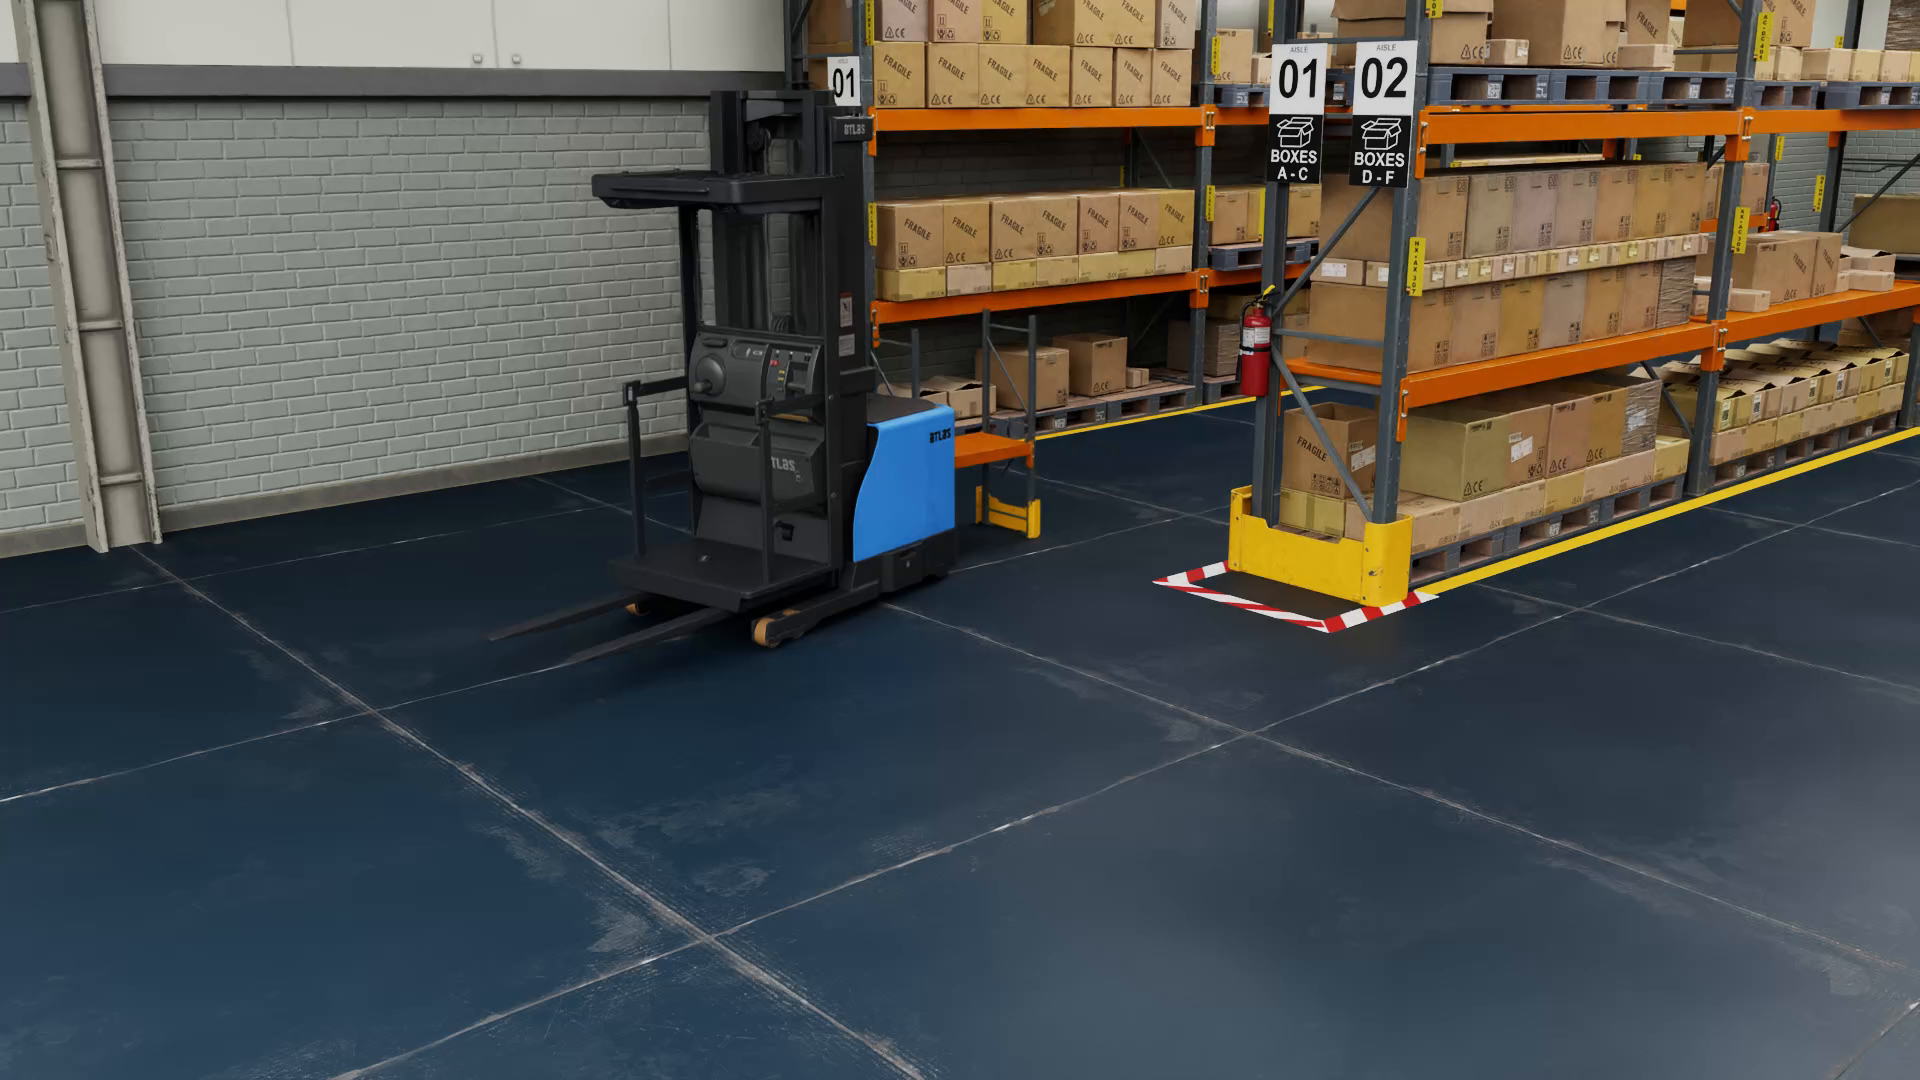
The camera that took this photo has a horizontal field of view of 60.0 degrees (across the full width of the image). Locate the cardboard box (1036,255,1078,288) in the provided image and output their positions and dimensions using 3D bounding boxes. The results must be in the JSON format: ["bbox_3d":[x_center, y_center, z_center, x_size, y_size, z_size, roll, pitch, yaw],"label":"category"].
[{"bbox_3d":[0.687,-2.377,14.588,0.500,0.250,0.500,-12,19,-39],"label":"cardboard box"}]

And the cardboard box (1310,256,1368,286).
[{"bbox_3d":[2.374,-1.658,10.192,0.250,0.149,0.380,-13,20,-40],"label":"cardboard box"}]

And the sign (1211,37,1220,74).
[{"bbox_3d":[2.336,-4.430,15.208,0.005,0.325,0.100,-13,19,-39],"label":"sign"}]

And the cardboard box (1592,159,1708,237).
[{"bbox_3d":[4.898,-2.470,11.978,0.500,0.500,0.700,-13,19,-39],"label":"cardboard box"}]

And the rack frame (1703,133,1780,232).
[{"bbox_3d":[11.027,-4.868,23.663,0.127,3.000,1.000,-13,19,-39],"label":"rack frame"}]

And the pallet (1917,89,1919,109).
[{"bbox_3d":[7.793,-3.775,14.123,1.003,0.211,1.213,-12,19,-37],"label":"pallet"}]

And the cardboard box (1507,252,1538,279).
[{"bbox_3d":[3.426,-1.755,10.559,0.250,0.149,0.380,-14,20,-41],"label":"cardboard box"}]

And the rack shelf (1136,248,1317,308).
[{"bbox_3d":[3.483,-2.827,17.414,4.000,0.370,1.077,-13,19,-39],"label":"rack shelf"}]

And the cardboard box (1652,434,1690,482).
[{"bbox_3d":[5.022,-0.625,12.292,0.500,0.250,0.500,-13,19,-39],"label":"cardboard box"}]

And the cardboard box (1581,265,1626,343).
[{"bbox_3d":[4.123,-1.669,11.491,0.500,0.500,0.700,-12,19,-39],"label":"cardboard box"}]

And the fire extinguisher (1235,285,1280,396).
[{"bbox_3d":[1.817,-1.227,10.181,0.183,0.674,0.296,-13,19,-39],"label":"fire extinguisher"}]

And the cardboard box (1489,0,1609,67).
[{"bbox_3d":[3.643,-3.190,10.289,0.500,0.500,0.500,-13,19,-39],"label":"cardboard box"}]

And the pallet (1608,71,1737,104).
[{"bbox_3d":[4.602,-3.128,11.509,1.213,0.211,1.003,-13,19,-39],"label":"pallet"}]

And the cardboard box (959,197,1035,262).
[{"bbox_3d":[0.287,-2.648,14.149,0.500,0.500,0.500,-13,20,-41],"label":"cardboard box"}]

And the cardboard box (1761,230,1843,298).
[{"bbox_3d":[6.991,-2.310,13.892,0.500,0.500,0.500,-14,20,-42],"label":"cardboard box"}]

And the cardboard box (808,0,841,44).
[{"bbox_3d":[-0.890,-4.272,13.448,0.500,0.500,0.500,-12,19,-37],"label":"cardboard box"}]

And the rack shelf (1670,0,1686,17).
[{"bbox_3d":[9.518,-6.887,21.765,4.000,0.370,1.077,-13,19,-39],"label":"rack shelf"}]

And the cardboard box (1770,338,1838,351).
[{"bbox_3d":[7.658,-1.663,15.091,0.500,0.311,0.500,-12,19,-38],"label":"cardboard box"}]

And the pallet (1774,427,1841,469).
[{"bbox_3d":[6.680,-0.865,14.078,1.213,0.211,1.003,-13,19,-39],"label":"pallet"}]

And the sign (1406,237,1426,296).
[{"bbox_3d":[2.571,-1.541,9.377,0.005,0.325,0.100,-13,19,-39],"label":"sign"}]

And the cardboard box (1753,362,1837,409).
[{"bbox_3d":[6.863,-1.299,13.729,0.500,0.311,0.500,-12,19,-38],"label":"cardboard box"}]

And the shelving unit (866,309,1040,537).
[{"bbox_3d":[-0.043,-0.718,11.032,1.083,1.500,0.587,-13,20,-40],"label":"shelving unit"}]

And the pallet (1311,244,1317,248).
[{"bbox_3d":[4.524,-3.279,18.084,1.003,0.211,1.213,-13,19,-39],"label":"pallet"}]

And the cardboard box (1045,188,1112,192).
[{"bbox_3d":[1.090,-3.009,15.501,0.500,0.500,0.500,-13,20,-40],"label":"cardboard box"}]

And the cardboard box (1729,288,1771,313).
[{"bbox_3d":[6.031,-1.861,12.890,0.250,0.149,0.380,-13,19,-39],"label":"cardboard box"}]

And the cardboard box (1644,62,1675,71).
[{"bbox_3d":[8.704,-5.884,20.937,0.500,0.250,0.500,-13,20,-40],"label":"cardboard box"}]

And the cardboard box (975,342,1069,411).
[{"bbox_3d":[0.554,-1.473,14.945,0.500,0.500,0.700,-14,21,-43],"label":"cardboard box"}]

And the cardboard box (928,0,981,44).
[{"bbox_3d":[-0.182,-4.241,13.333,0.500,0.500,0.500,-13,20,-40],"label":"cardboard box"}]

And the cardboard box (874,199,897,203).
[{"bbox_3d":[-0.827,-2.578,13.889,0.500,0.500,0.500,-13,20,-40],"label":"cardboard box"}]

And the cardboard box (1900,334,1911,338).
[{"bbox_3d":[9.168,-1.665,15.664,0.500,0.500,0.500,-14,20,-41],"label":"cardboard box"}]

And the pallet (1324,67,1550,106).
[{"bbox_3d":[2.762,-2.715,9.961,1.213,0.211,1.003,-13,19,-39],"label":"pallet"}]

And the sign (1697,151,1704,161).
[{"bbox_3d":[10.667,-5.434,23.949,0.005,0.325,0.100,-13,19,-39],"label":"sign"}]

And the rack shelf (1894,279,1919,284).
[{"bbox_3d":[9.755,-2.540,16.342,4.000,0.370,1.077,-13,19,-39],"label":"rack shelf"}]

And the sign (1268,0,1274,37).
[{"bbox_3d":[1.866,-3.141,9.821,0.005,0.325,0.100,-13,19,-39],"label":"sign"}]

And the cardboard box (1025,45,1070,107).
[{"bbox_3d":[0.581,-3.941,14.145,0.500,0.500,0.500,-11,19,-36],"label":"cardboard box"}]

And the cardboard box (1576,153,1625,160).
[{"bbox_3d":[7.825,-4.626,20.493,0.500,0.250,0.500,-12,19,-38],"label":"cardboard box"}]

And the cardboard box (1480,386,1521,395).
[{"bbox_3d":[3.543,-0.836,11.629,0.500,0.500,0.500,-13,19,-39],"label":"cardboard box"}]

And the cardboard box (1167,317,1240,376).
[{"bbox_3d":[2.518,-1.968,16.797,0.500,0.500,0.700,-12,19,-38],"label":"cardboard box"}]

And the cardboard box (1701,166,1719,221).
[{"bbox_3d":[9.526,-4.672,22.347,0.700,0.700,0.980,-14,20,-42],"label":"cardboard box"}]

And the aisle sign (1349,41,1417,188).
[{"bbox_3d":[2.363,-2.379,9.307,0.004,0.787,0.394,-13,19,-39],"label":"aisle sign"}]

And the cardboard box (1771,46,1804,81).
[{"bbox_3d":[6.112,-3.647,12.757,0.500,0.250,0.500,14,20,42],"label":"cardboard box"}]

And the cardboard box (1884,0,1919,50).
[{"bbox_3d":[8.580,-4.602,14.724,0.500,0.500,0.500,-13,19,-39],"label":"cardboard box"}]

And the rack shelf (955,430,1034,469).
[{"bbox_3d":[-0.050,-0.543,11.073,1.000,0.185,0.538,-13,20,-40],"label":"rack shelf"}]

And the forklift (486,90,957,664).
[{"bbox_3d":[-1.281,-0.969,9.197,1.130,2.935,3.031,10,18,34],"label":"forklift"}]

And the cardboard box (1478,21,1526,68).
[{"bbox_3d":[3.326,-3.211,10.735,0.500,0.311,0.500,-10,18,-33],"label":"cardboard box"}]

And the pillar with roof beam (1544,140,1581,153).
[{"bbox_3d":[10.795,-6.538,18.289,0.400,9.000,9.100,-13,19,-39],"label":"pillar with roof beam"}]

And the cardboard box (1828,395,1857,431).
[{"bbox_3d":[7.242,-1.114,14.124,0.500,0.250,0.500,-12,19,-38],"label":"cardboard box"}]

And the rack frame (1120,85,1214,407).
[{"bbox_3d":[1.974,-2.835,16.052,0.127,3.000,1.000,-13,19,-39],"label":"rack frame"}]

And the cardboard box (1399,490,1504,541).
[{"bbox_3d":[3.137,-0.201,10.706,0.500,0.250,0.500,-13,19,-39],"label":"cardboard box"}]

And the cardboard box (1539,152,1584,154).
[{"bbox_3d":[7.491,-4.727,20.874,0.500,0.250,0.500,-12,19,-38],"label":"cardboard box"}]

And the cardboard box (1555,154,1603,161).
[{"bbox_3d":[7.433,-4.541,20.175,0.500,0.250,0.500,-12,19,-38],"label":"cardboard box"}]

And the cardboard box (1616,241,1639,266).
[{"bbox_3d":[4.395,-1.974,11.375,0.250,0.149,0.380,-13,20,-40],"label":"cardboard box"}]

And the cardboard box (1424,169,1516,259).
[{"bbox_3d":[3.005,-2.045,10.385,0.500,0.500,0.700,-13,20,-41],"label":"cardboard box"}]

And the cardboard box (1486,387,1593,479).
[{"bbox_3d":[3.895,-0.732,11.239,0.500,0.500,0.500,-13,19,-39],"label":"cardboard box"}]

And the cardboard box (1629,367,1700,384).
[{"bbox_3d":[5.734,-1.231,13.473,0.500,0.311,0.500,-12,19,-38],"label":"cardboard box"}]
